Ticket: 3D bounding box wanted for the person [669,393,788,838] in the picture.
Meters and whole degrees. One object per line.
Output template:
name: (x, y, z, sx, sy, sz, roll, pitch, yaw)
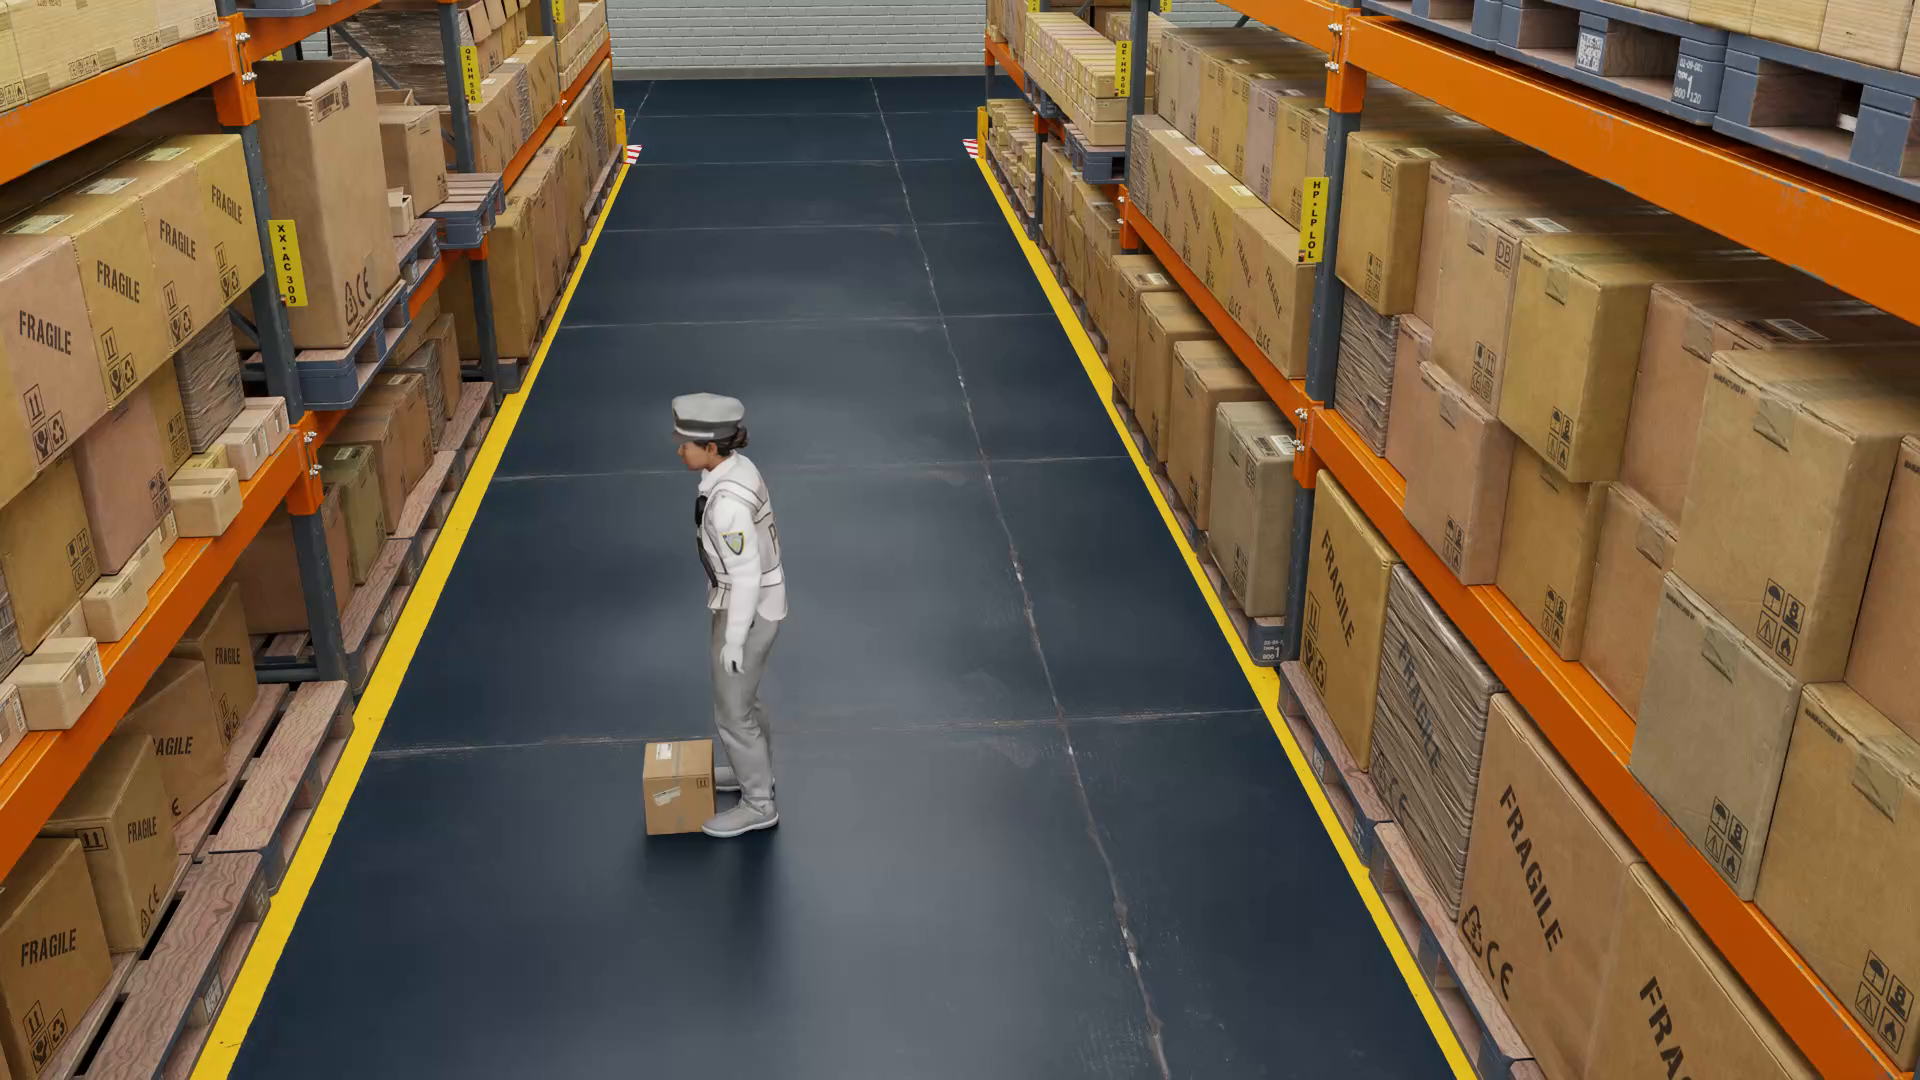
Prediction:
person: (-0.809, 0.270, 5.987, 0.375, 1.662, 0.532, -3, 24, -8)
